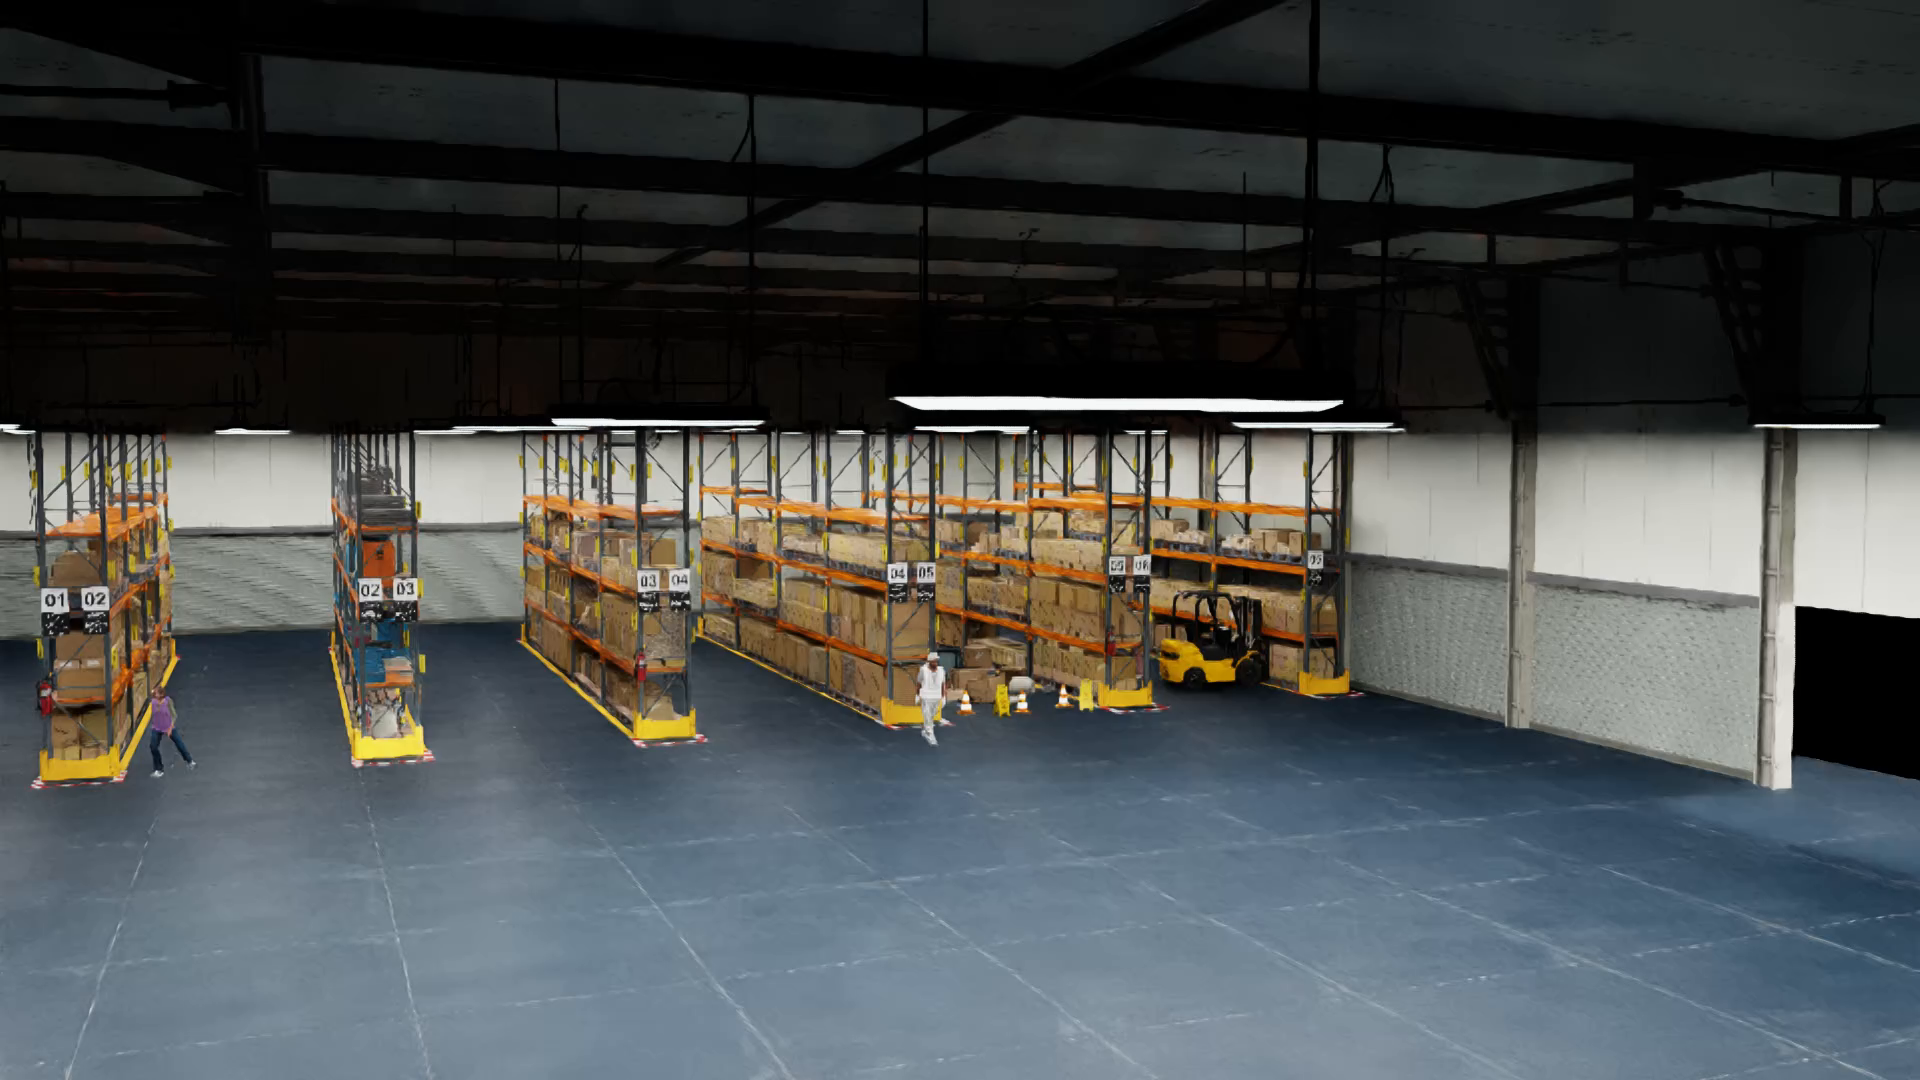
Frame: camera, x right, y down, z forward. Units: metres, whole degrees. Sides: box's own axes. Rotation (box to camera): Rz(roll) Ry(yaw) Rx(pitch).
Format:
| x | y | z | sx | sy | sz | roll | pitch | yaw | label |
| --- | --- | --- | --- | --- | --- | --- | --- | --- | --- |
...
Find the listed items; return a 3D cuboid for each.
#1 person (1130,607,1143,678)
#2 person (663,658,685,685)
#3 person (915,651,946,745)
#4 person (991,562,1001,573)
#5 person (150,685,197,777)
| x | y | z | sx | sy | sz | roll | pitch | yaw | label |
| --- | --- | --- | --- | --- | --- | --- | --- | --- | --- |
| 4.117 | 2.409 | 39.415 | 0.569 | 1.668 | 0.560 | 1 | 4 | 9 | person |
| -6.559 | 2.525 | 38.271 | 0.470 | 1.571 | 1.060 | -2 | 4 | -31 | person |
| -0.508 | 2.917 | 30.926 | 0.564 | 1.704 | 1.112 | -2 | 4 | -24 | person |
| 1.190 | 1.545 | 53.695 | 0.498 | 1.652 | 0.679 | 3 | 5 | 38 | person |
| -13.314 | 3.186 | 28.124 | 0.635 | 1.546 | 0.684 | 0 | 4 | -7 | person |
